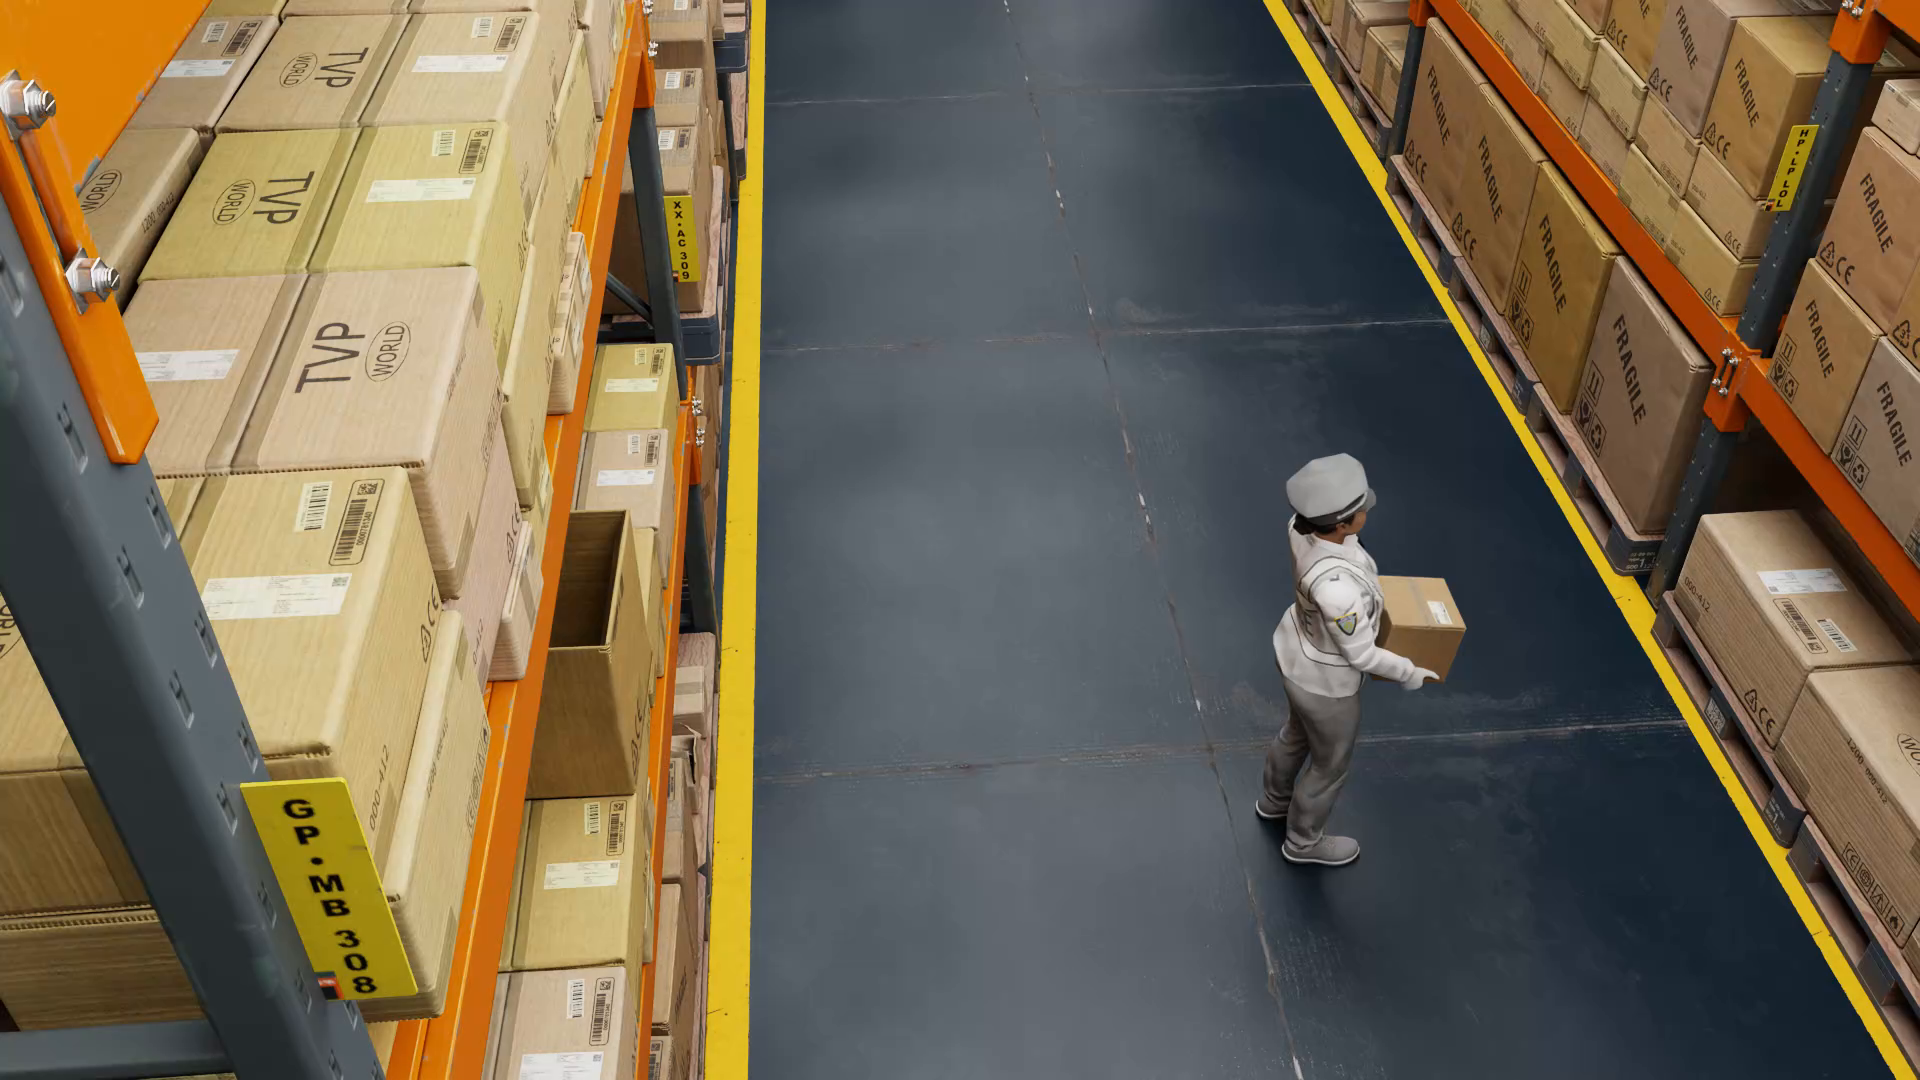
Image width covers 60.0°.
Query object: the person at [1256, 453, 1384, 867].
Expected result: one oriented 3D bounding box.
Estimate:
[{"bbox_3d":[1.233,0.432,5.612,0.433,1.687,0.355,-2,39,-3],"label":"person"}]
